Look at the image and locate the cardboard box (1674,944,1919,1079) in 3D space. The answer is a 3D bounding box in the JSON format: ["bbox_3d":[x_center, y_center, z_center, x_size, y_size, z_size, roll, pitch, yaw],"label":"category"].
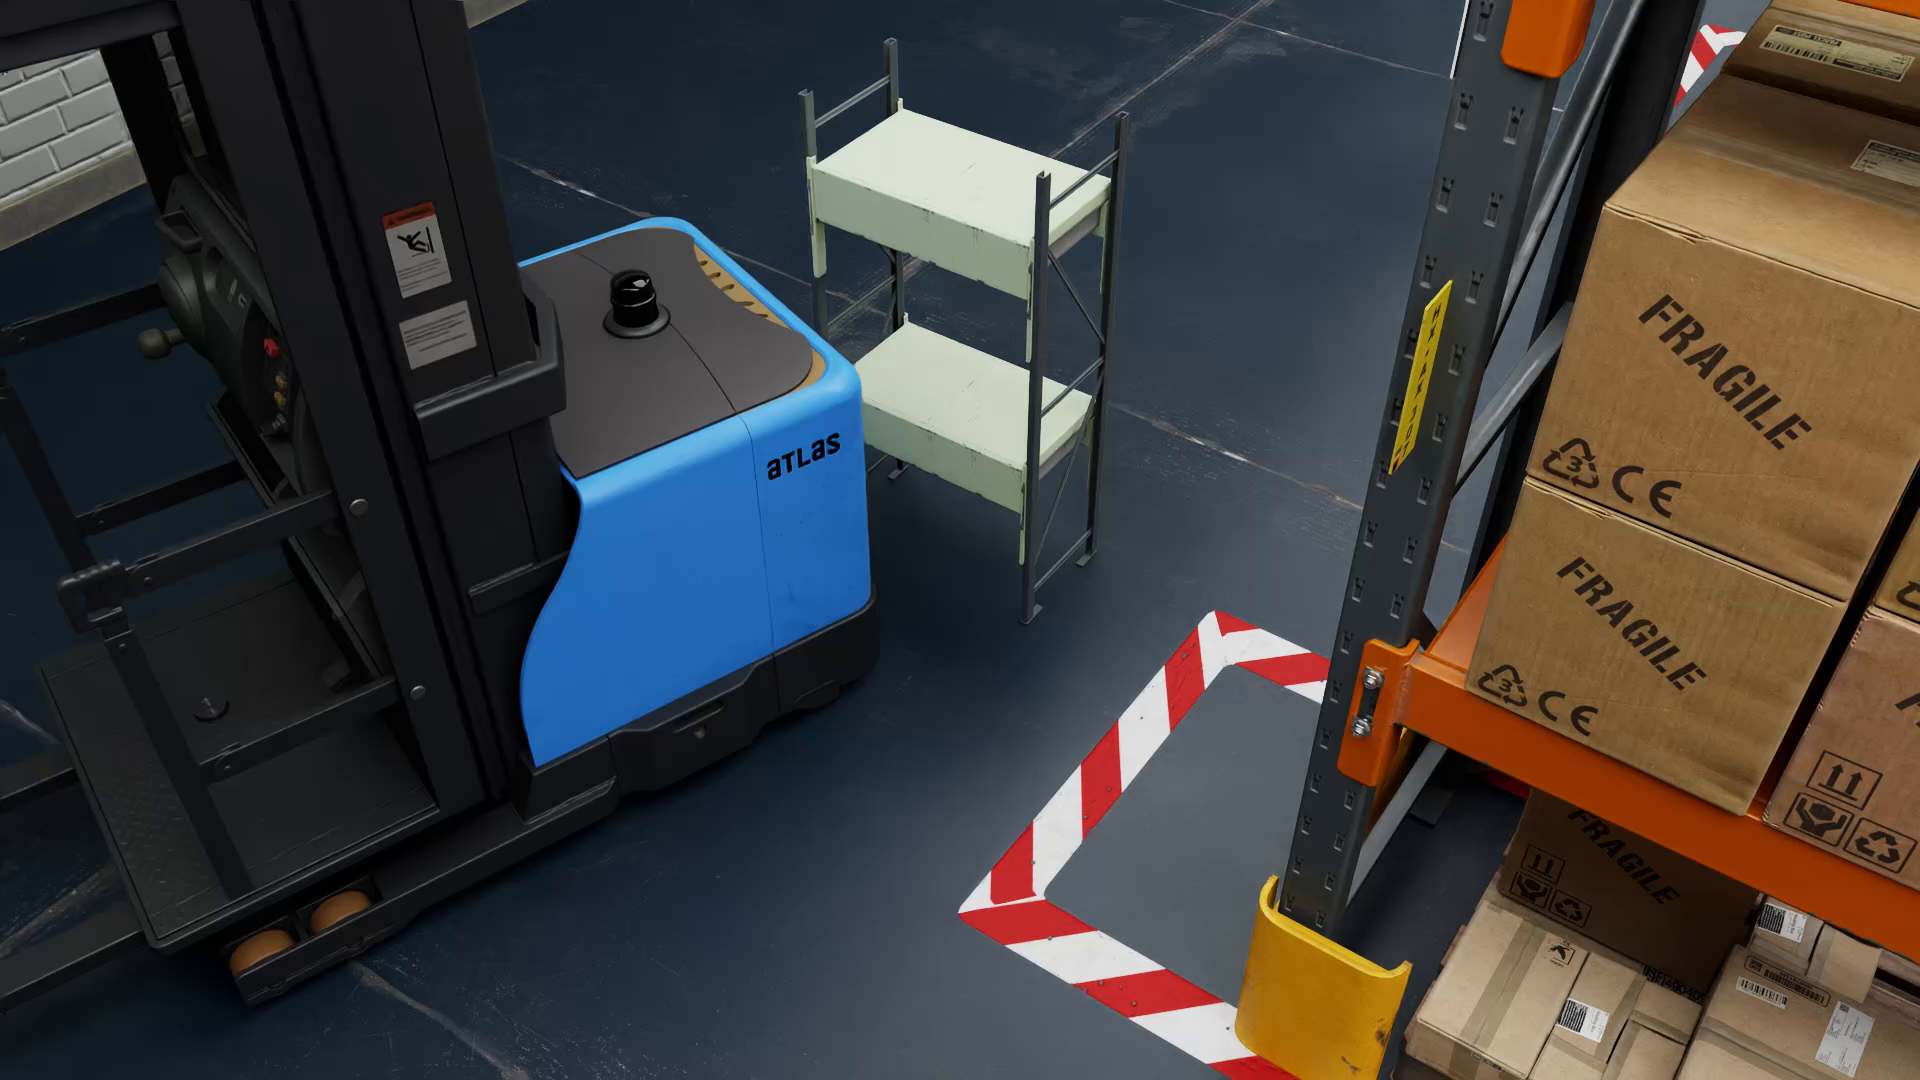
[{"bbox_3d":[1.732,1.188,3.405,0.500,0.250,0.500,25,48,25],"label":"cardboard box"}]

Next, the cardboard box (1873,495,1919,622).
[{"bbox_3d":[1.685,-0.127,2.318,0.500,0.500,0.500,26,48,26],"label":"cardboard box"}]

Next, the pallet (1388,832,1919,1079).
[{"bbox_3d":[1.756,1.146,3.811,1.213,0.211,1.003,25,48,25],"label":"pallet"}]

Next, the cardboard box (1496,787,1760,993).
[{"bbox_3d":[1.627,0.614,3.859,0.500,0.500,0.500,25,48,25],"label":"cardboard box"}]

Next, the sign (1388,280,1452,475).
[{"bbox_3d":[0.729,-0.253,2.634,0.005,0.325,0.100,25,48,25],"label":"sign"}]

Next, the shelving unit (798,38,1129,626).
[{"bbox_3d":[0.005,-0.556,4.747,0.755,1.500,0.431,25,48,25],"label":"shelving unit"}]

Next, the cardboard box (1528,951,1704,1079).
[{"bbox_3d":[1.391,1.109,3.556,0.250,0.166,0.380,25,48,25],"label":"cardboard box"}]

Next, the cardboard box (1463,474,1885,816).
[{"bbox_3d":[1.252,0.050,2.870,0.500,0.500,0.500,26,48,26],"label":"cardboard box"}]

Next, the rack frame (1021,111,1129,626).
[{"bbox_3d":[0.305,-0.416,4.590,0.023,1.500,0.400,25,48,25],"label":"rack frame"}]

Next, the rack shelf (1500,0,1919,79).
[{"bbox_3d":[2.678,-0.311,1.638,4.000,0.370,1.077,25,48,25],"label":"rack shelf"}]

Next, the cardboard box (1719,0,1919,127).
[{"bbox_3d":[1.563,-0.617,2.865,0.500,0.500,0.500,25,47,25],"label":"cardboard box"}]

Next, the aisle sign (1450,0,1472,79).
[{"bbox_3d":[0.816,-1.062,2.237,0.004,0.787,0.394,25,48,25],"label":"aisle sign"}]

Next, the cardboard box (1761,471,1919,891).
[{"bbox_3d":[1.678,0.244,2.653,0.500,0.500,0.500,25,47,25],"label":"cardboard box"}]

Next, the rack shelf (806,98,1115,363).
[{"bbox_3d":[0.005,-0.847,4.487,0.720,0.370,0.431,25,48,25],"label":"rack shelf"}]

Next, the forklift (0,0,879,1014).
[{"bbox_3d":[-1.725,-0.391,3.489,3.031,2.935,1.130,-26,48,-26],"label":"forklift"}]

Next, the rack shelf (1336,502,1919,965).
[{"bbox_3d":[2.678,0.807,2.638,4.000,0.370,1.077,25,48,25],"label":"rack shelf"}]

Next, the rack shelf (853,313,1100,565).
[{"bbox_3d":[0.005,-0.313,4.964,0.720,0.370,0.431,25,48,25],"label":"rack shelf"}]

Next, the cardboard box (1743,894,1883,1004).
[{"bbox_3d":[1.907,0.943,3.742,0.250,0.166,0.380,25,48,25],"label":"cardboard box"}]

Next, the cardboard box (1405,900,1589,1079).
[{"bbox_3d":[1.186,1.019,3.669,0.250,0.149,0.380,25,48,25],"label":"cardboard box"}]

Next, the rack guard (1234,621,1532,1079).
[{"bbox_3d":[1.103,0.734,4.055,0.348,0.500,1.175,25,48,25],"label":"rack guard"}]

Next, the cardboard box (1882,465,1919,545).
[{"bbox_3d":[1.990,-0.045,2.975,0.500,0.500,0.500,25,48,26],"label":"cardboard box"}]

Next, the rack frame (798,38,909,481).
[{"bbox_3d":[-0.294,-0.697,4.904,0.023,1.500,0.400,25,48,25],"label":"rack frame"}]

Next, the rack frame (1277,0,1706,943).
[{"bbox_3d":[1.040,-0.227,3.254,0.127,3.000,1.000,25,48,25],"label":"rack frame"}]

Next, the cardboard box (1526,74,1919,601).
[{"bbox_3d":[1.252,-0.323,2.537,0.500,0.500,0.500,27,48,27],"label":"cardboard box"}]
